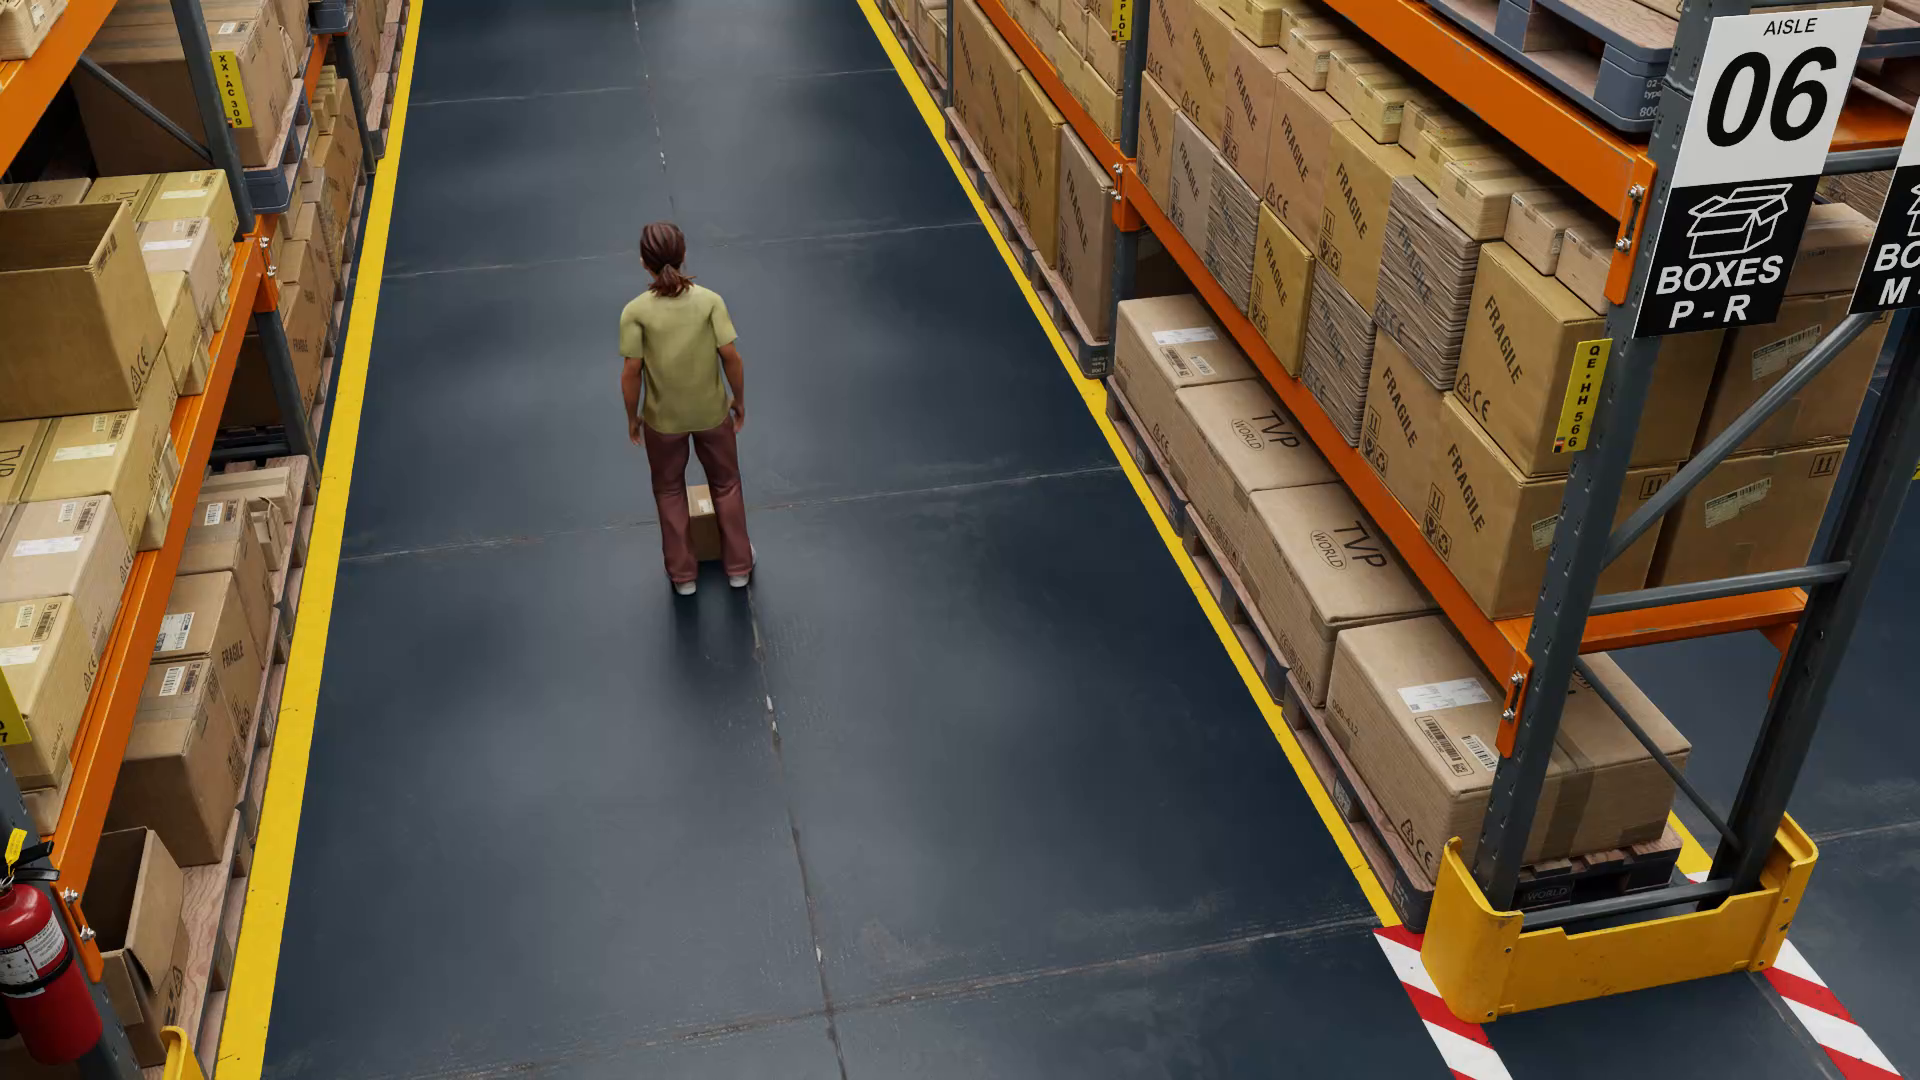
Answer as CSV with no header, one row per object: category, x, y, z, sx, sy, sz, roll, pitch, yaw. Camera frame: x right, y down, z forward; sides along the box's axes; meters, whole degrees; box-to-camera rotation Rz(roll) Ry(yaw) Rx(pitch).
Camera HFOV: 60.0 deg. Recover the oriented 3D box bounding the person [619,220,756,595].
person,-1.136,-0.520,6.904,0.504,1.671,0.364,-9,35,-12
